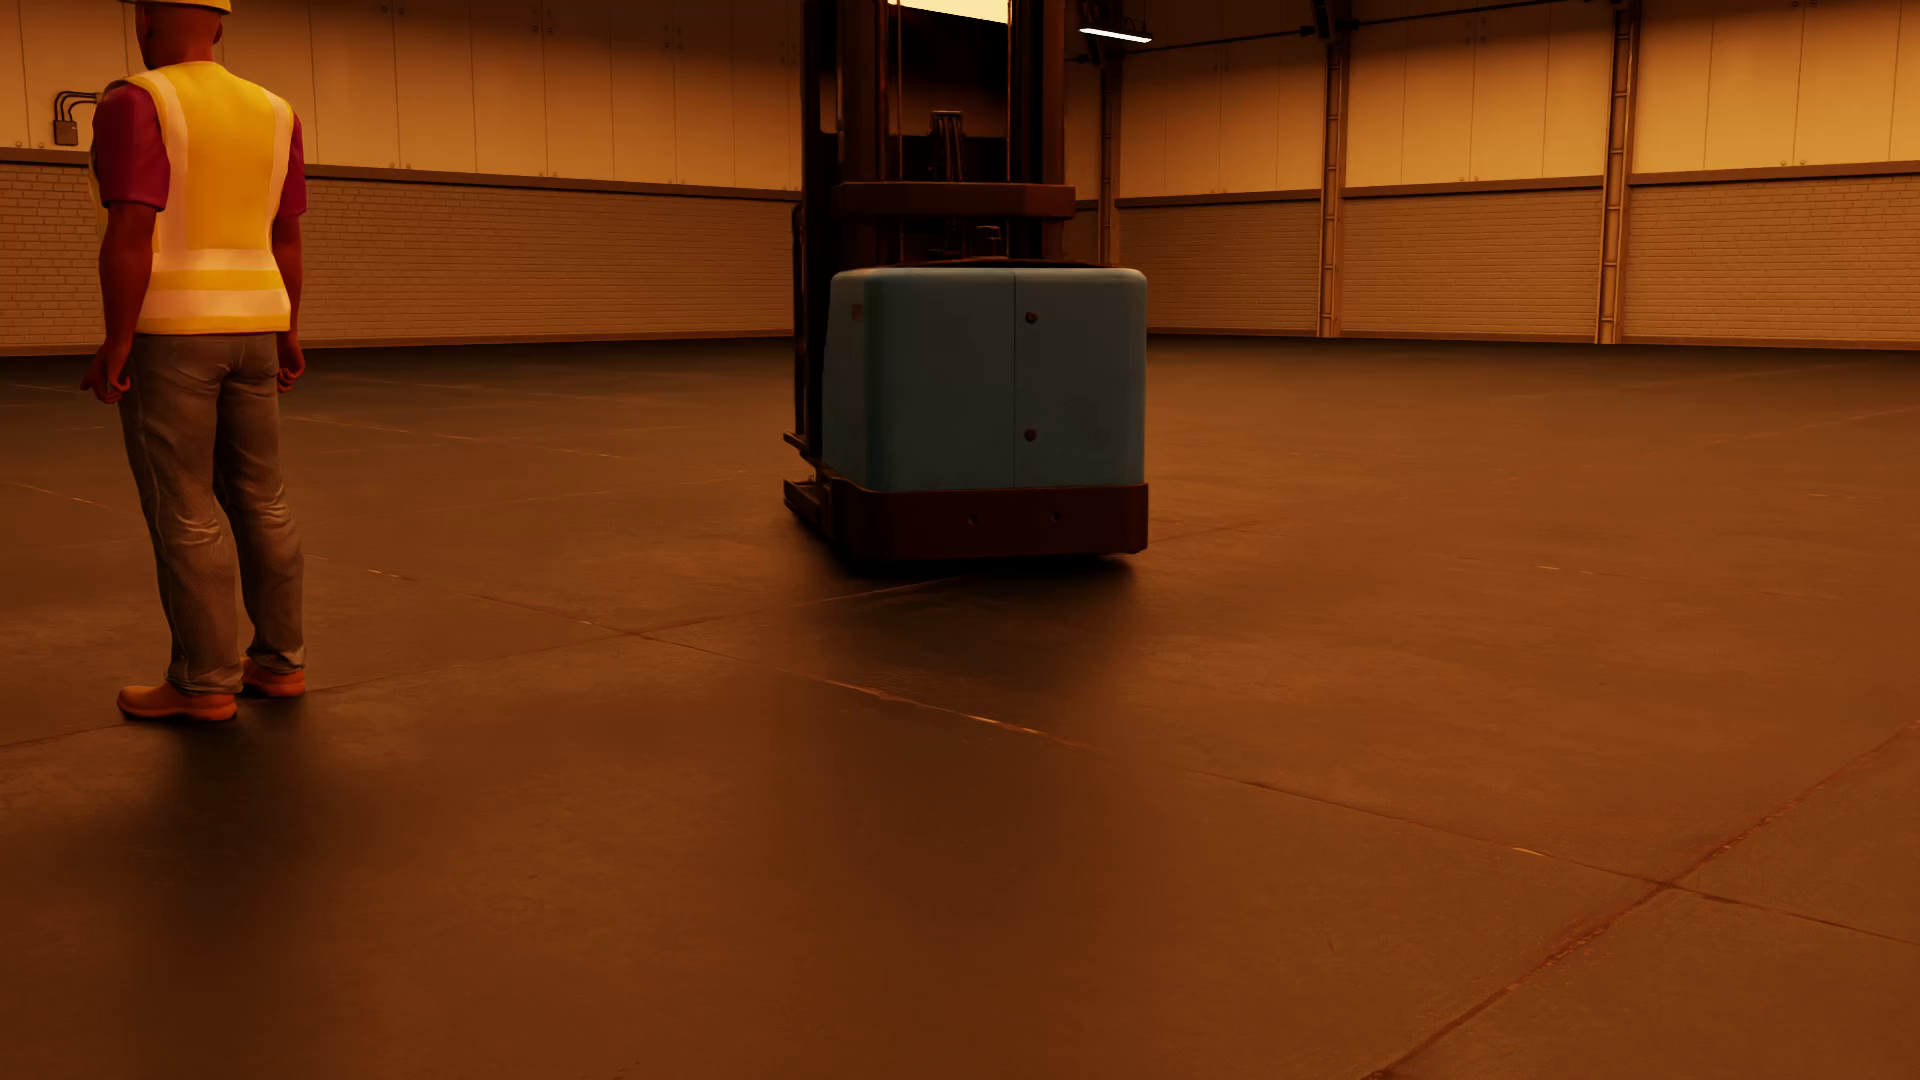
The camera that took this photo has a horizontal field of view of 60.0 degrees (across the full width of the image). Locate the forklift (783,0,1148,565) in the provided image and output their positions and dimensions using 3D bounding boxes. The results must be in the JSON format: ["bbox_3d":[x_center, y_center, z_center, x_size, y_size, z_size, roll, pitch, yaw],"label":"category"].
[{"bbox_3d":[-0.168,-1.539,7.097,1.130,2.935,3.031,-2,9,-14],"label":"forklift"}]

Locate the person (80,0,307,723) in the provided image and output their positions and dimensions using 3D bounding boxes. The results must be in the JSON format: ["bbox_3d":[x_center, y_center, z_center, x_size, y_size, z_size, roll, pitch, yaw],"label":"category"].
[{"bbox_3d":[-1.806,-0.473,3.924,0.371,1.771,0.576,4,9,24],"label":"person"}]
